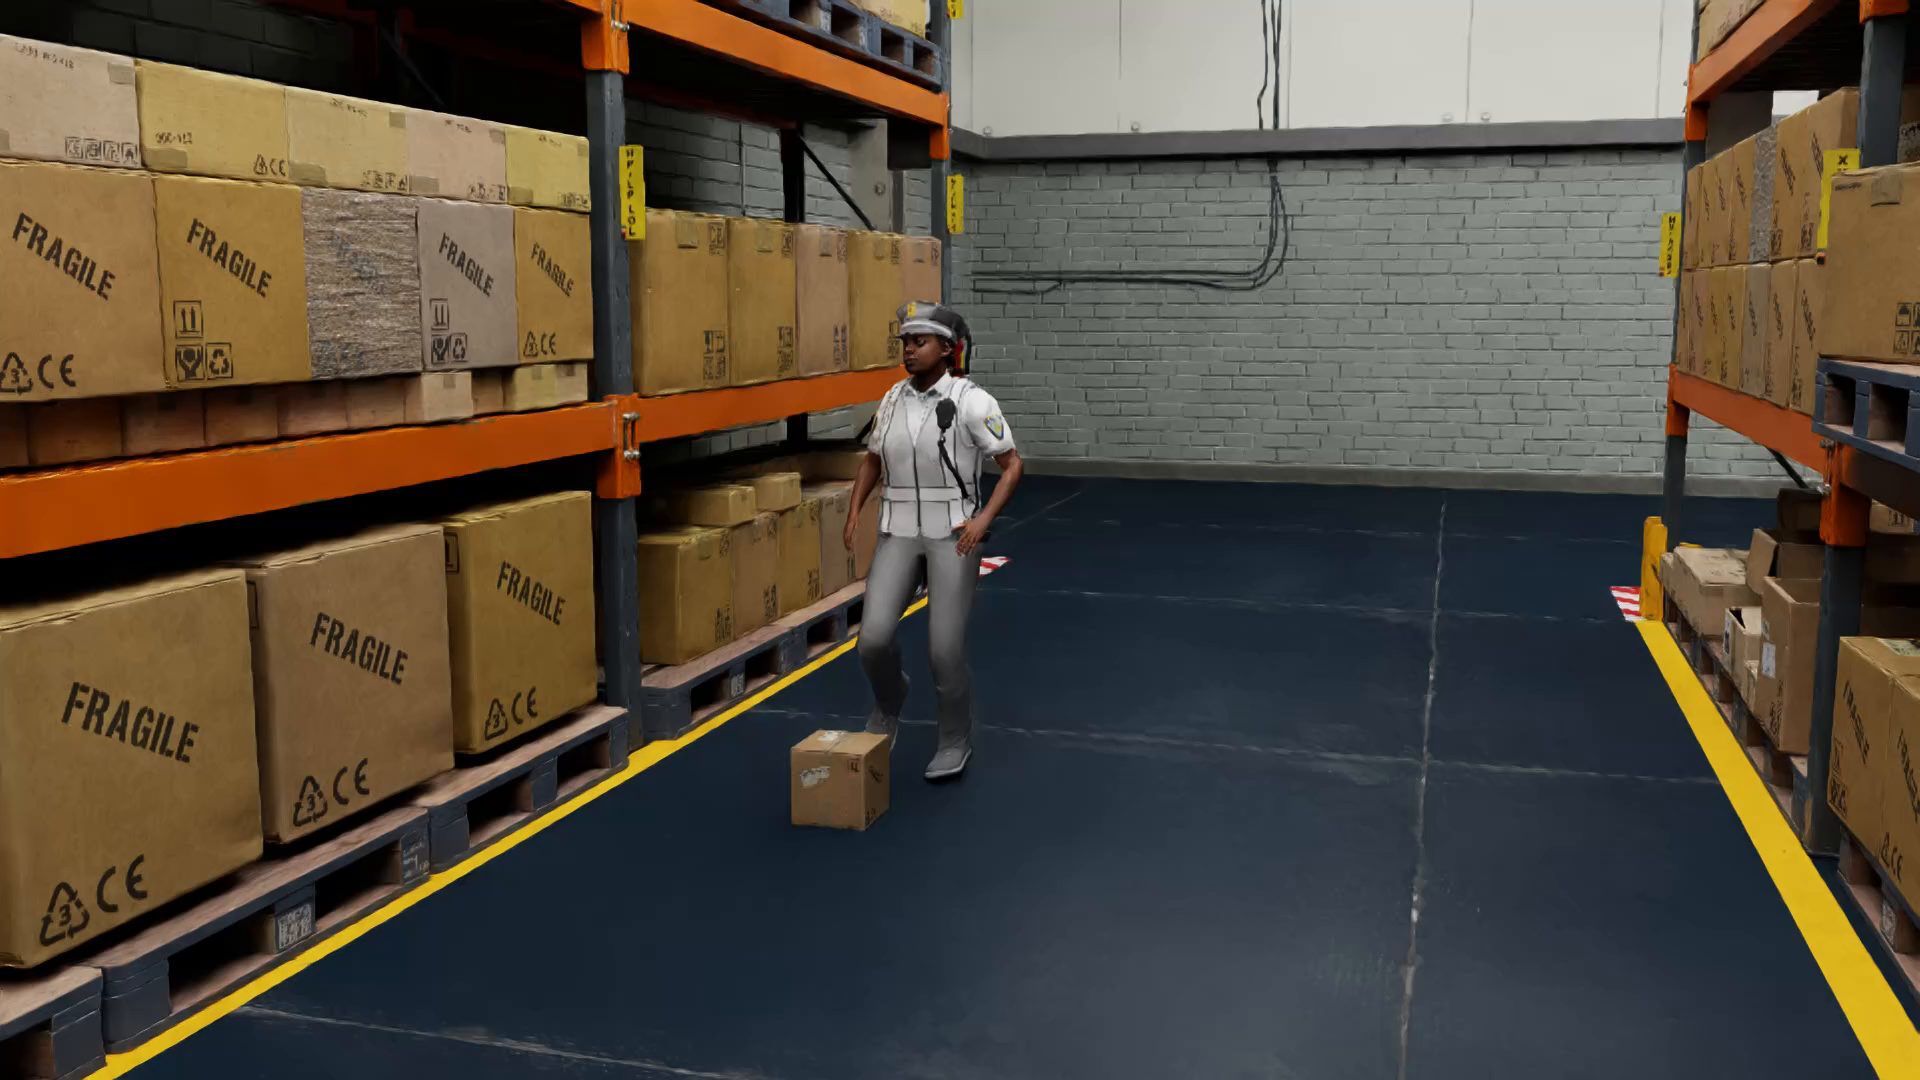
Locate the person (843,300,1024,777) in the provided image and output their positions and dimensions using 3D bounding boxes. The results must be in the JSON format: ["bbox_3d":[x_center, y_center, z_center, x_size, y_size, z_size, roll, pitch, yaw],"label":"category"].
[{"bbox_3d":[-0.111,0.001,5.800,0.639,1.659,0.467,3,9,17],"label":"person"}]
